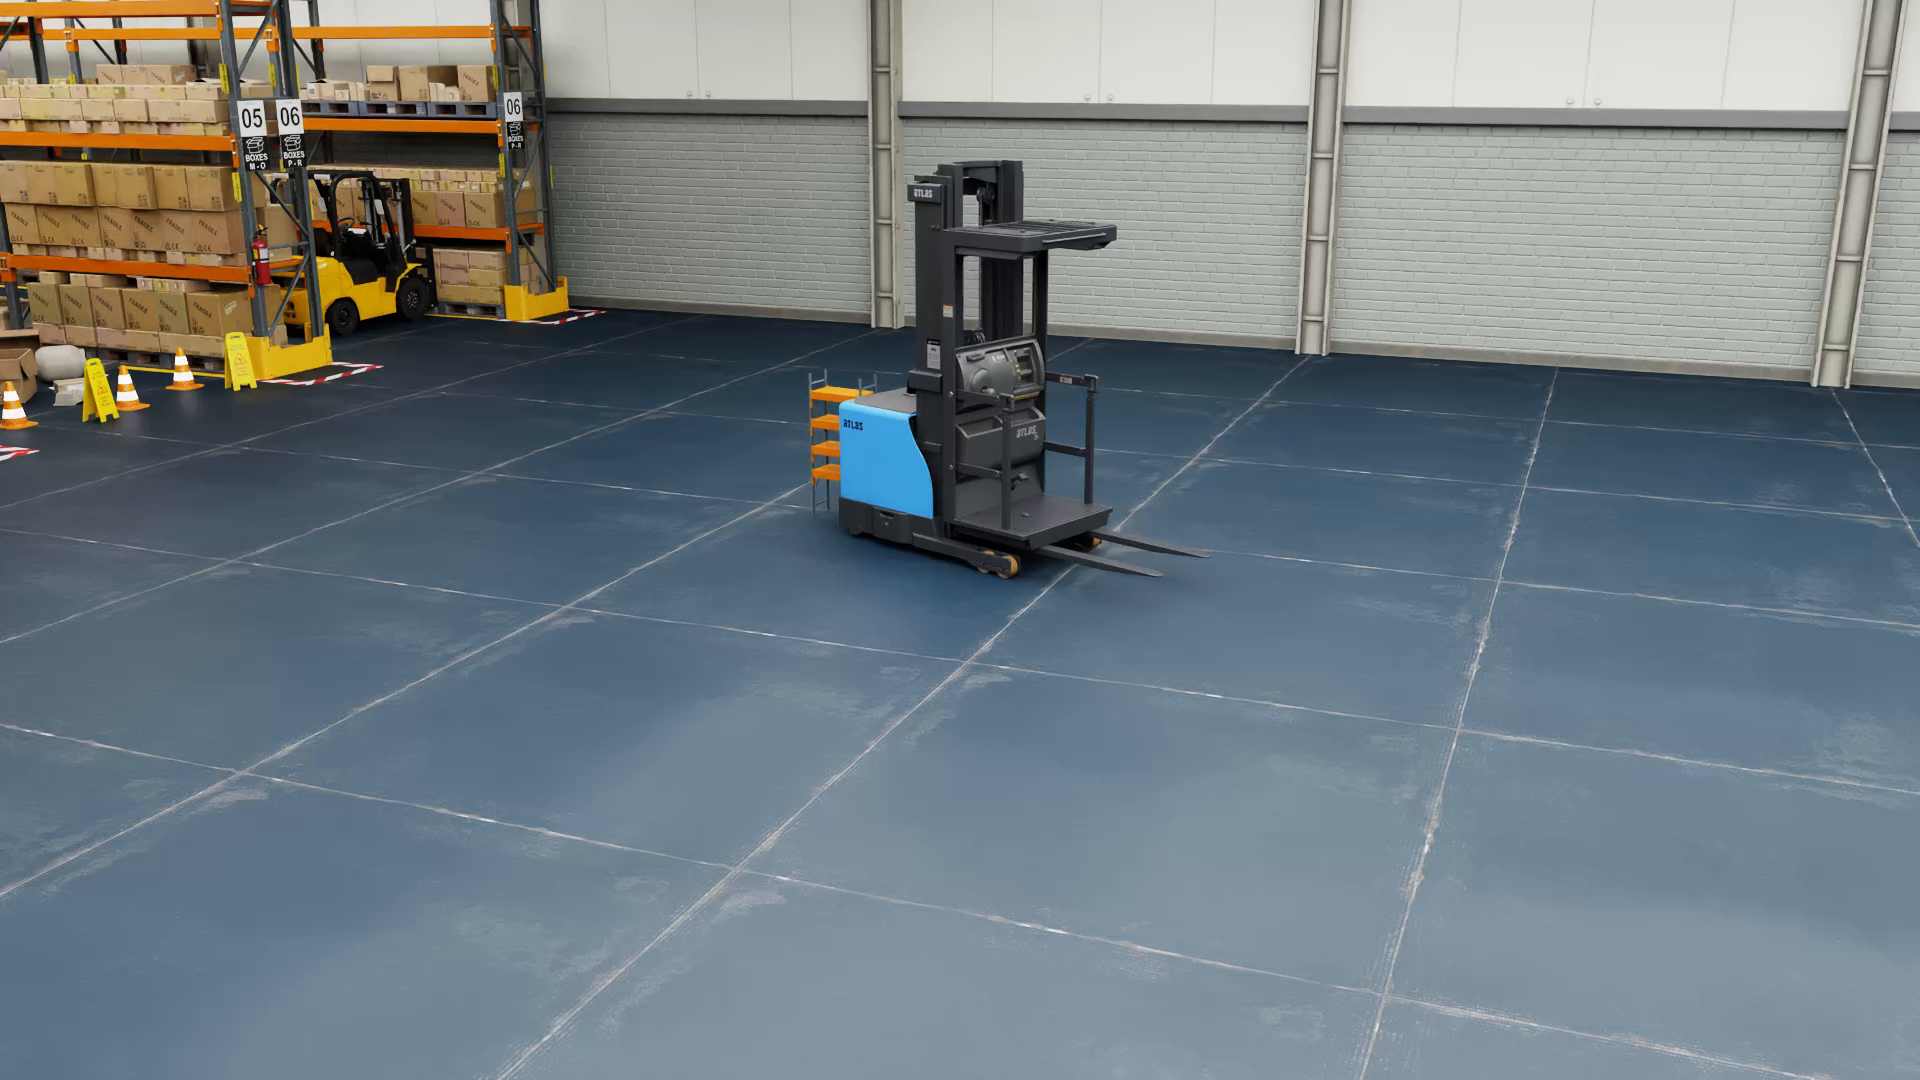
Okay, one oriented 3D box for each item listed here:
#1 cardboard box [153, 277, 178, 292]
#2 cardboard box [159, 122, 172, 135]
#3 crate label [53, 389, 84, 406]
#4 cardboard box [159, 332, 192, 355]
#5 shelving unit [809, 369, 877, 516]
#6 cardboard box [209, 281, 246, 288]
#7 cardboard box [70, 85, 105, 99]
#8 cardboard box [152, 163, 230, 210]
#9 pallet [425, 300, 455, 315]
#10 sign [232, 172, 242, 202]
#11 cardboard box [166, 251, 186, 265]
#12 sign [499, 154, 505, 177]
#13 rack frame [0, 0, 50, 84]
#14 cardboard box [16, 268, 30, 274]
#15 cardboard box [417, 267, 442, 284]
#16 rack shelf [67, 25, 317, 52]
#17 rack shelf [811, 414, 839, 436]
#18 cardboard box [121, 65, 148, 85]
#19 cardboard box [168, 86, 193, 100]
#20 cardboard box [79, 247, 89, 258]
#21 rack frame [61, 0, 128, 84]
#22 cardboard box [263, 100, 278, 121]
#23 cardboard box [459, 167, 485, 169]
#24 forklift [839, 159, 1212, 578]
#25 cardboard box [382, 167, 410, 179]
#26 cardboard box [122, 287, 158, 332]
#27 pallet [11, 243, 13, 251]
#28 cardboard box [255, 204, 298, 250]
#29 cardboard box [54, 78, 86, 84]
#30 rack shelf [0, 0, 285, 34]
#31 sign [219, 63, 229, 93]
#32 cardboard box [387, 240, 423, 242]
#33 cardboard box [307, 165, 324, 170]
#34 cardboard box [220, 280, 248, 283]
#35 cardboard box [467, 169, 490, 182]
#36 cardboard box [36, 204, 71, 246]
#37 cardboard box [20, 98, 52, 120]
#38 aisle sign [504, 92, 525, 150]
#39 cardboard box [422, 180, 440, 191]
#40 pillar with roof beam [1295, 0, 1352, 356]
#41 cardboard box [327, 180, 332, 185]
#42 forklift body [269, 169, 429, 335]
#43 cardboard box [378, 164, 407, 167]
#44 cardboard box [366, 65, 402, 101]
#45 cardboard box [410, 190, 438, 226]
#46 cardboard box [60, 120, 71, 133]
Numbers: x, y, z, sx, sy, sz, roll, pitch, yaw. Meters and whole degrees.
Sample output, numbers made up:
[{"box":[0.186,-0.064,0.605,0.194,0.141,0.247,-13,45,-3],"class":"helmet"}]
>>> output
[{"box":[-9.542,-3.112,20.181,0.250,0.149,0.380,7,17,22],"class":"cardboard box"},{"box":[-9.226,-4.878,19.665,0.250,0.149,0.380,6,17,21],"class":"cardboard box"},{"box":[-9.821,-1.574,18.350,0.298,0.136,0.250,-2,16,-8],"class":"crate label"},{"box":[-9.432,-2.447,20.400,0.500,0.250,0.500,6,17,21],"class":"cardboard box"},{"box":[-0.956,-0.772,13.682,0.503,1.200,0.258,9,19,29],"class":"shelving unit"},{"box":[-9.262,-2.948,20.781,0.500,0.500,0.500,6,17,19],"class":"cardboard box"},{"box":[-10.418,-5.374,19.944,0.250,0.149,0.380,6,17,20],"class":"cardboard box"},{"box":[-9.126,-4.218,19.817,0.500,0.500,0.700,6,17,21],"class":"cardboard box"},{"box":[-8.142,-3.639,25.329,1.213,0.211,1.003,6,17,21],"class":"pallet"},{"box":[-8.325,-4.064,19.147,0.005,0.325,0.100,6,17,21],"class":"sign"},{"box":[-9.286,-3.407,19.981,0.250,0.149,0.380,7,17,22],"class":"cardboard box"},{"box":[-6.497,-5.316,23.603,0.005,0.325,0.100,6,17,21],"class":"sign"},{"box":[-11.823,-6.788,20.415,0.127,3.000,1.000,6,17,21],"class":"rack frame"},{"box":[-15.638,-4.748,27.877,0.500,0.500,0.500,6,17,19],"class":"cardboard box"},{"box":[-7.803,-3.977,24.774,0.500,0.250,0.500,6,17,19],"class":"cardboard box"},{"box":[-11.866,-7.743,25.711,4.000,0.370,1.077,6,17,21],"class":"rack shelf"},{"box":[-0.956,-0.923,13.639,0.480,0.148,0.258,9,19,29],"class":"rack shelf"},{"box":[-12.636,-7.179,26.030,0.500,0.500,0.700,6,17,20],"class":"cardboard box"},{"box":[-8.995,-5.216,19.401,0.250,0.149,0.380,6,17,20],"class":"cardboard box"},{"box":[-10.659,-3.586,20.595,0.250,0.149,0.380,6,17,20],"class":"cardboard box"},{"box":[-13.727,-8.485,26.260,0.127,3.000,1.000,6,17,21],"class":"rack frame"},{"box":[-8.472,-5.130,19.818,0.500,0.250,0.500,6,17,20],"class":"cardboard box"},{"box":[-7.225,-5.466,24.744,0.250,0.149,0.380,6,17,21],"class":"cardboard box"},{"box":[0.466,-1.292,12.366,3.031,2.935,1.130,14,21,40],"class":"forklift"},{"box":[-8.352,-5.455,24.708,0.250,0.149,0.380,6,17,21],"class":"cardboard box"},{"box":[-9.897,-2.859,20.476,0.500,0.500,0.500,6,17,19],"class":"cardboard box"},{"box":[-12.481,-3.931,21.677,1.213,0.211,1.003,6,17,21],"class":"pallet"},{"box":[-8.441,-3.809,20.201,0.500,0.500,0.500,6,17,20],"class":"cardboard box"},{"box":[-14.155,-7.265,26.459,0.250,0.149,0.380,7,18,22],"class":"cardboard box"},{"box":[-9.963,-6.236,19.811,4.000,0.370,1.077,6,17,21],"class":"rack shelf"},{"box":[-8.325,-5.222,18.811,0.005,0.325,0.100,6,17,21],"class":"sign"},{"box":[-8.534,-4.453,25.516,0.500,0.250,0.500,6,17,21],"class":"cardboard box"},{"box":[-9.818,-5.587,25.164,0.250,0.149,0.380,7,17,22],"class":"cardboard box"},{"box":[-11.214,-4.388,26.413,0.625,0.625,0.875,6,17,20],"class":"cardboard box"},{"box":[-6.936,-5.287,24.128,0.250,0.149,0.380,6,17,21],"class":"cardboard box"},{"box":[-11.041,-3.935,20.635,0.500,0.500,0.500,6,17,20],"class":"cardboard box"},{"box":[-11.031,-5.252,20.239,0.500,0.250,0.500,6,17,20],"class":"cardboard box"},{"box":[-6.331,-5.951,23.629,0.004,0.787,0.394,6,17,21],"class":"aisle sign"},{"box":[-7.670,-5.212,24.404,0.250,0.149,0.380,6,17,19],"class":"cardboard box"},{"box":[2.982,-5.627,16.417,0.400,9.000,9.100,6,17,21],"class":"pillar with roof beam"},{"box":[-9.311,-5.408,25.078,0.250,0.149,0.380,6,17,21],"class":"cardboard box"},{"box":[-8.718,-4.099,23.434,1.214,2.155,2.313,6,17,21],"class":"forklift body"},{"box":[-8.639,-5.642,25.350,0.250,0.149,0.380,6,17,20],"class":"cardboard box"},{"box":[-8.232,-6.708,24.401,0.637,0.503,0.797,7,18,22],"class":"cardboard box"},{"box":[-7.795,-4.923,24.573,0.500,0.500,0.500,6,17,20],"class":"cardboard box"},{"box":[-10.666,-5.027,20.180,0.250,0.149,0.380,6,17,19],"class":"cardboard box"}]
